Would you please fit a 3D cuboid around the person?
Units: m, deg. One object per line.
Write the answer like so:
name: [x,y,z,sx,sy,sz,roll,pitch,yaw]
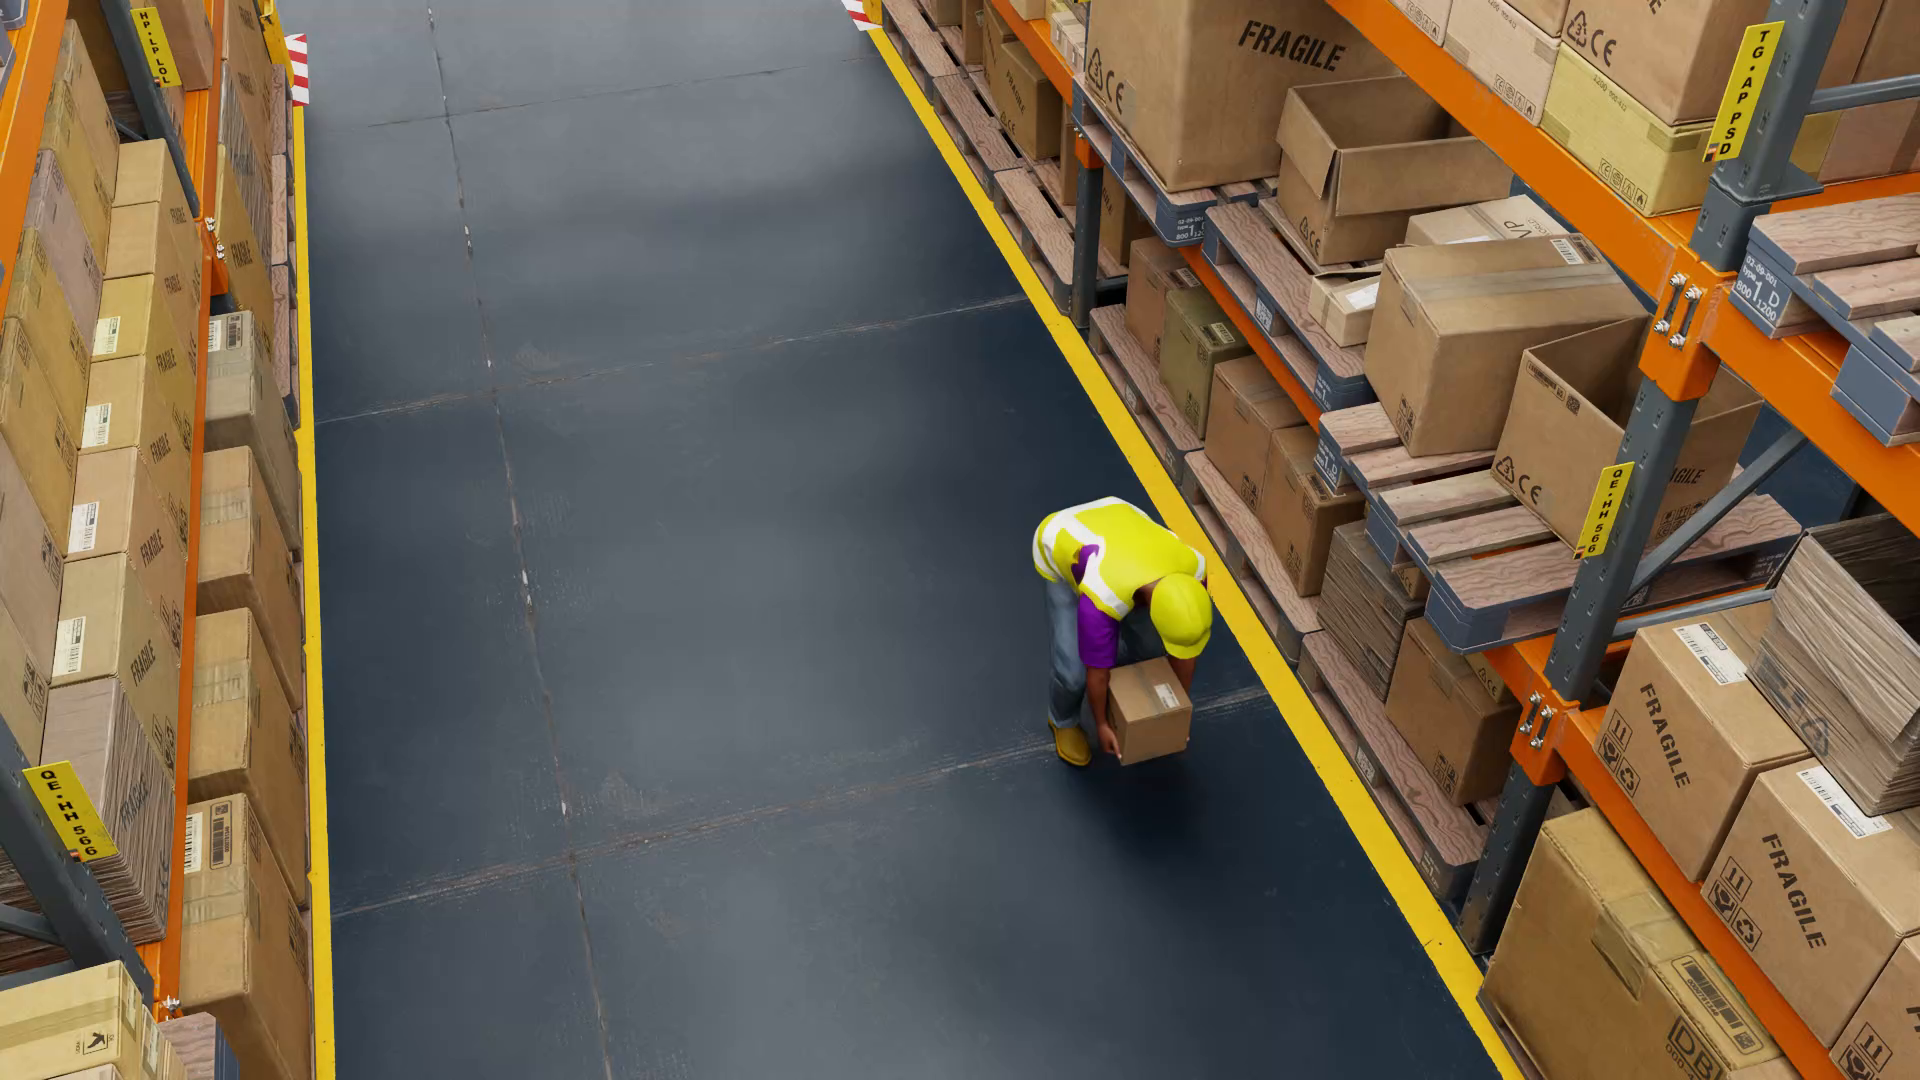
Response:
person: [0.604,0.389,6.089,0.496,1.256,0.940,-15,44,-16]
